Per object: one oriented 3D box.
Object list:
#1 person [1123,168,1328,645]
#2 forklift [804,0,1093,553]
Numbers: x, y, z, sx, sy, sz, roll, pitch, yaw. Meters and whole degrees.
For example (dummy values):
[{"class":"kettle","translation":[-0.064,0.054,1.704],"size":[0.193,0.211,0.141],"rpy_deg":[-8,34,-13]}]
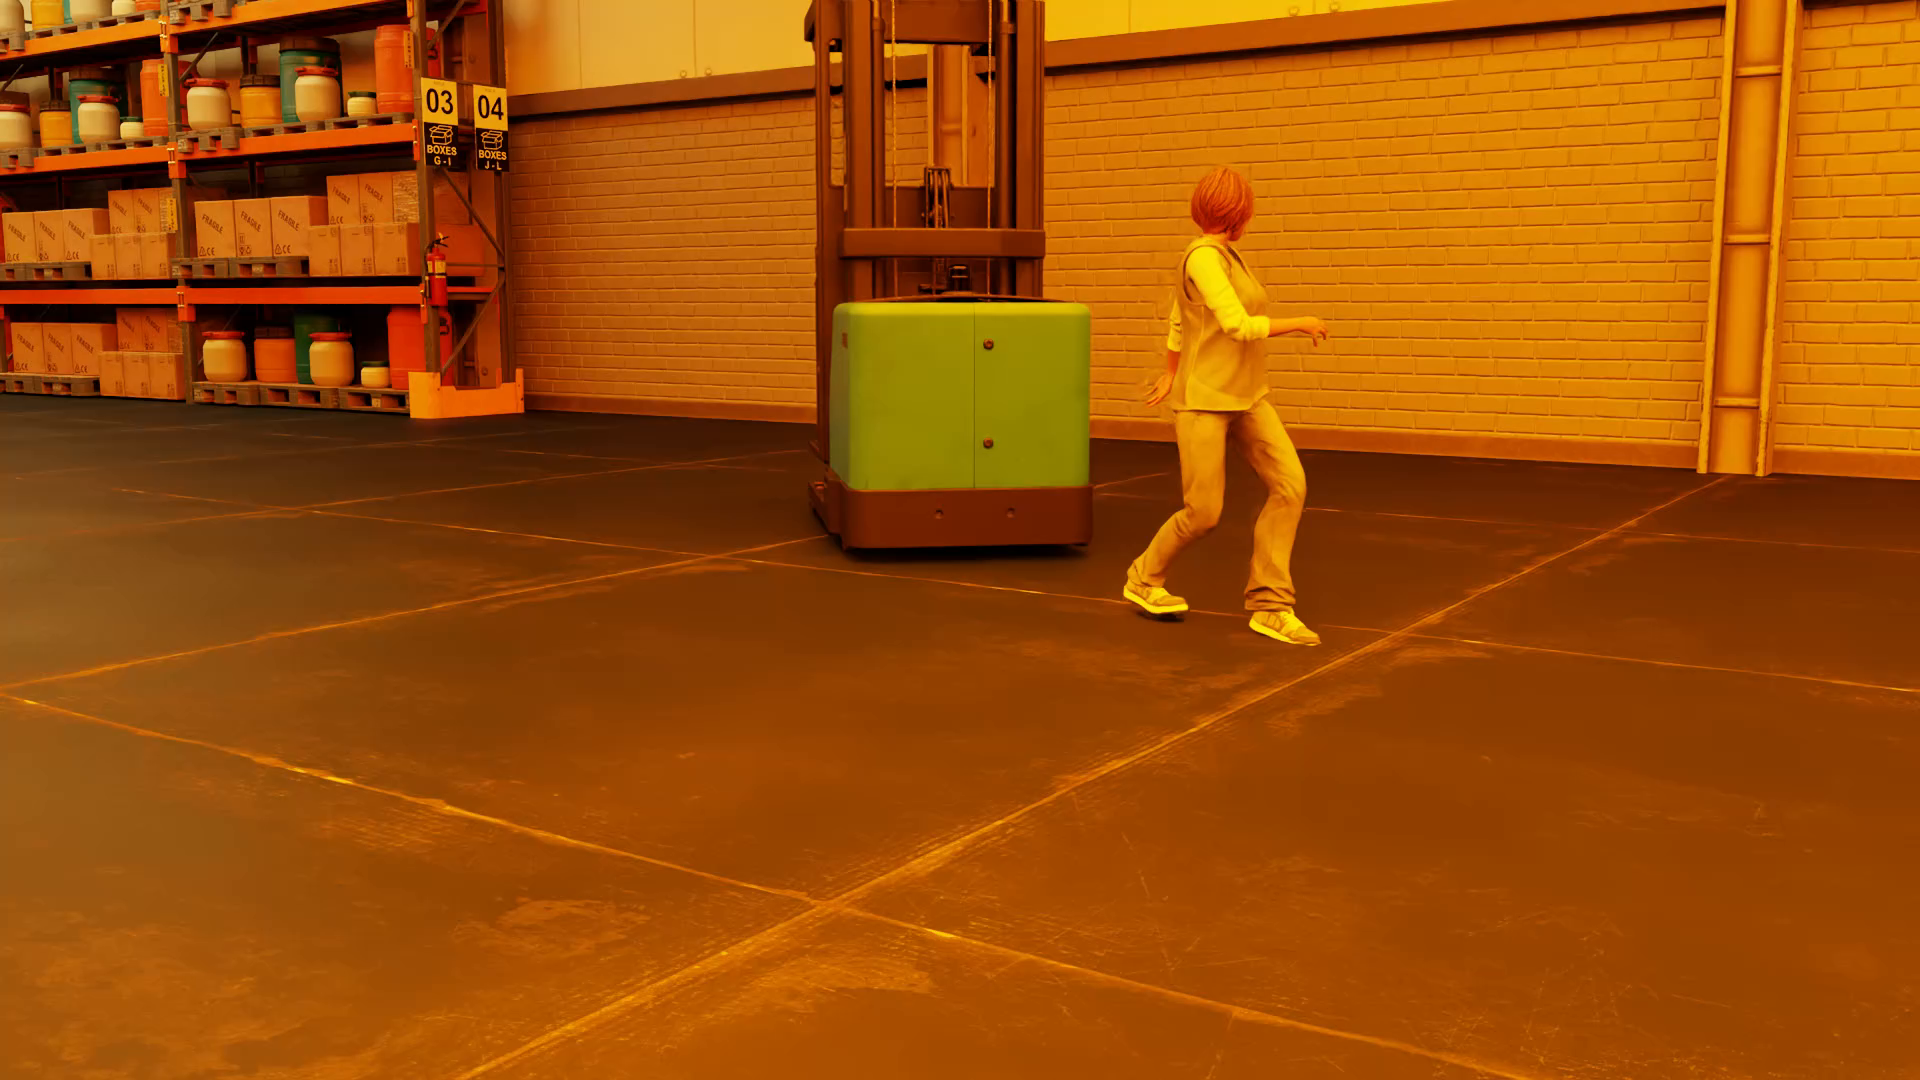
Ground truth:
[{"class":"person","translation":[0.871,-0.447,5.482],"size":[0.825,1.528,0.428],"rpy_deg":[7,11,40]},{"class":"forklift","translation":[-0.182,-1.565,8.199],"size":[1.130,2.935,3.031],"rpy_deg":[-1,8,-9]}]
